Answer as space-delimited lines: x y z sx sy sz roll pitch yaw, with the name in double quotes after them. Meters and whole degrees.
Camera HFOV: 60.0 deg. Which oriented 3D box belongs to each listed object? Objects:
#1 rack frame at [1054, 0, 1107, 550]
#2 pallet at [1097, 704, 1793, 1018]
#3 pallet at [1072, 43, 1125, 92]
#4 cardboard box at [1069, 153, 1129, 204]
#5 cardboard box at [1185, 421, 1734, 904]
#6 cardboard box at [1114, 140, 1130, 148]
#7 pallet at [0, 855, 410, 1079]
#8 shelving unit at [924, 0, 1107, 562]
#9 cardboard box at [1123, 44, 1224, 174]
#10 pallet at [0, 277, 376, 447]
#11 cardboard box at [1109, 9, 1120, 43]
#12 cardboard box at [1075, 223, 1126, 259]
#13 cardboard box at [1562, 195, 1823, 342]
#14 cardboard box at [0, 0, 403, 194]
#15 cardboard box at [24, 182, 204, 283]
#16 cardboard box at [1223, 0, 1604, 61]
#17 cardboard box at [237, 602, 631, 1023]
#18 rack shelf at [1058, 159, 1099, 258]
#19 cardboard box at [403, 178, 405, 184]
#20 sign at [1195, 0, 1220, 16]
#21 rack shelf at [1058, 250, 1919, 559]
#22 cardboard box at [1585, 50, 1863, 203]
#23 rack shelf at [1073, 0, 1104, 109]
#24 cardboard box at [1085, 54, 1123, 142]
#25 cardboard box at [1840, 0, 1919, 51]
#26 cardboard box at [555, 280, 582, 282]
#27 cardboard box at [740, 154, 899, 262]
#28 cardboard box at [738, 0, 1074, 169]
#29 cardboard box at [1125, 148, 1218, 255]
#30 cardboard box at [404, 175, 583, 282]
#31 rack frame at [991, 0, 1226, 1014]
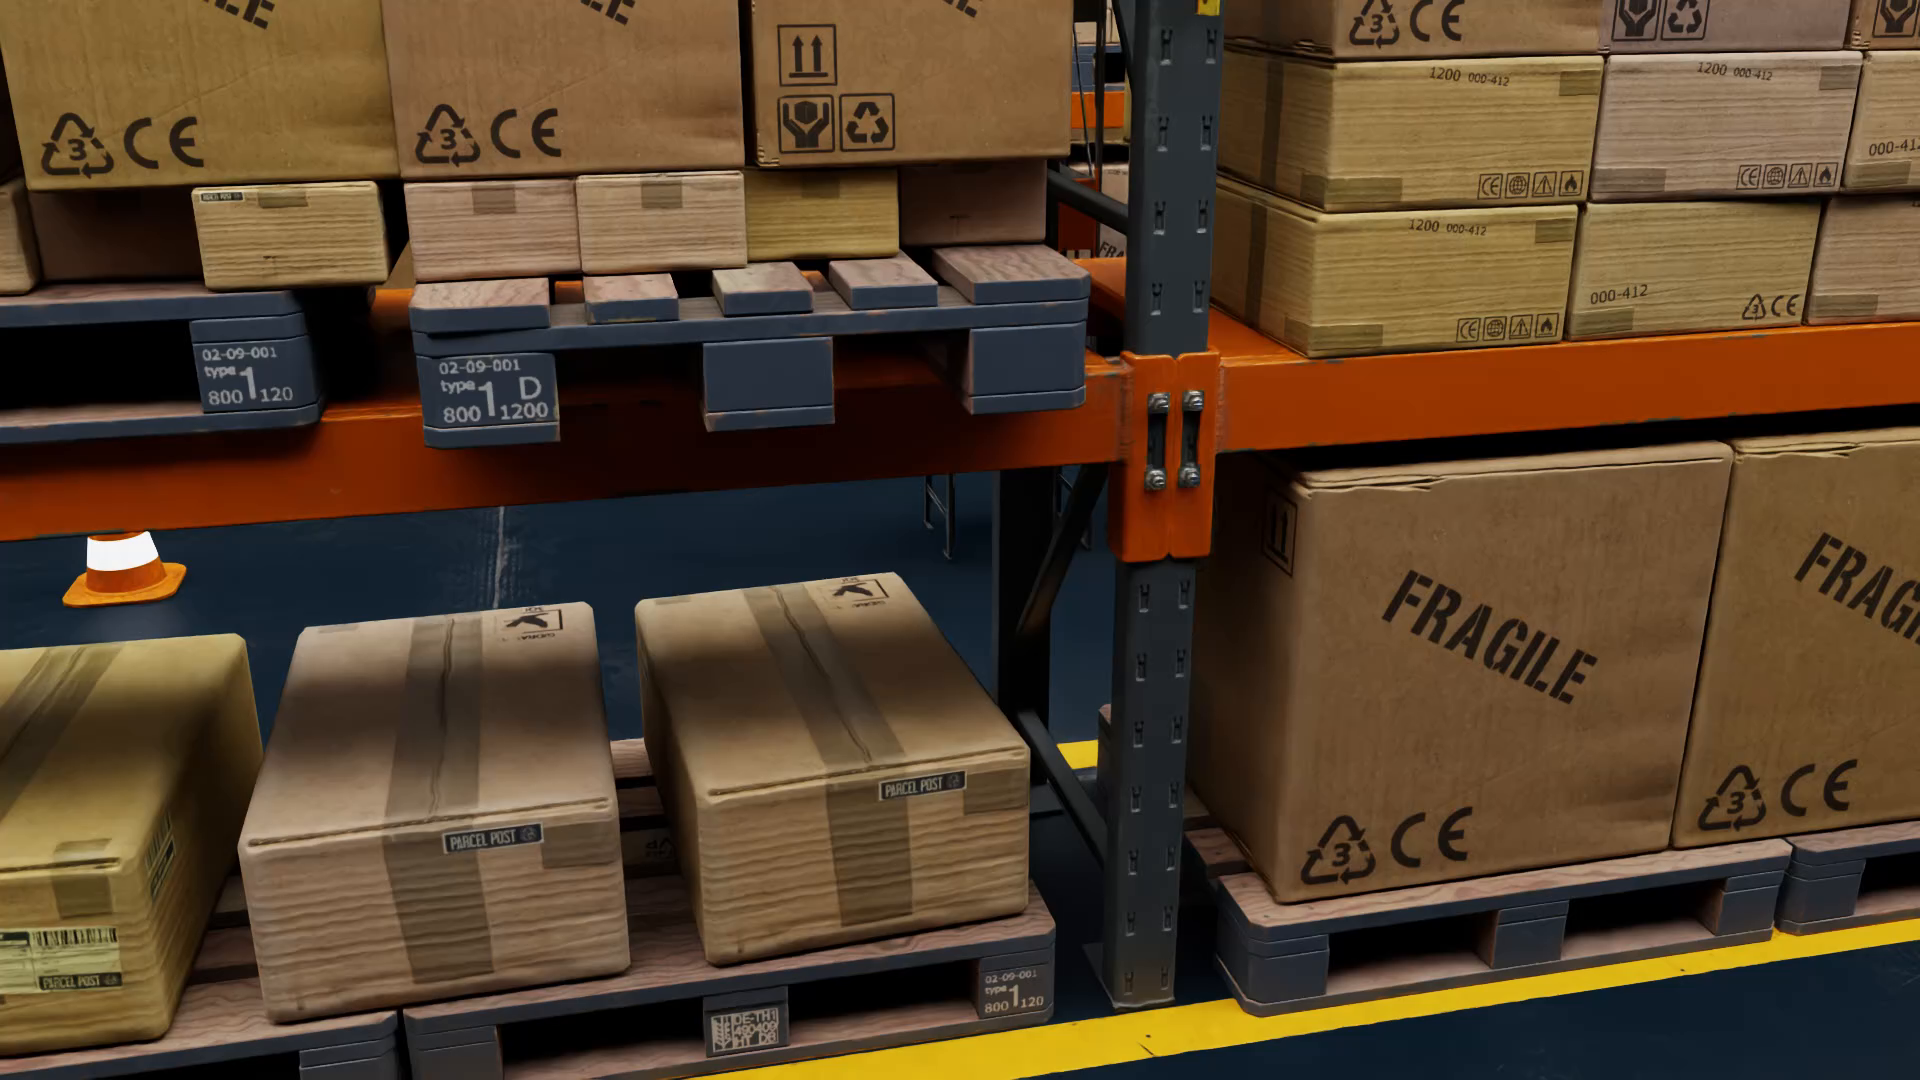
0.399 -1.018 5.542 0.015 2.100 0.400 -5 21 -12 "rack frame"
1.035 0.624 3.804 1.213 0.211 1.003 -5 21 -12 "pallet"
0.930 -2.377 8.223 1.213 0.211 1.003 -5 21 -12 "pallet"
0.718 -1.721 8.086 0.500 0.250 0.500 -4 21 -12 "cardboard box"
0.941 0.125 3.590 0.875 0.875 0.875 -5 21 -13 "cardboard box"
1.111 -1.937 8.676 0.500 0.250 0.500 -4 20 -10 "cardboard box"
-1.696 0.818 3.275 1.213 0.211 1.003 -5 21 -12 "pallet"
0.161 -0.999 5.489 0.503 2.100 0.431 -5 21 -12 "shelving unit"
0.663 -0.936 3.500 0.500 0.250 0.500 -5 21 -13 "cardboard box"
-1.667 -0.388 2.791 1.213 0.211 1.003 -5 21 -12 "pallet"
0.784 -2.450 7.896 0.250 0.149 0.380 -4 21 -12 "cardboard box"
0.747 -1.374 8.229 0.500 0.500 0.500 -5 21 -14 "cardboard box"
1.280 -0.579 3.252 0.500 0.250 0.500 -5 21 -14 "cardboard box"
-1.120 -0.818 2.499 0.500 0.500 0.500 -6 21 -16 "cardboard box"
-1.279 -0.521 2.630 0.250 0.149 0.380 -4 21 -12 "cardboard box"
0.786 -1.122 2.917 0.500 0.500 0.500 -5 21 -14 "cardboard box"
-1.018 0.491 3.323 0.625 0.372 0.950 -5 21 -14 "cardboard box"
0.161 -0.986 5.494 0.480 0.518 0.431 -5 21 -12 "rack shelf"
-0.941 -0.732 3.206 0.250 0.149 0.380 -5 21 -12 "cardboard box"
0.384 -0.974 2.544 0.005 0.325 0.100 -5 21 -12 "sign"
2.196 -0.469 3.779 4.000 0.370 1.077 -5 21 -12 "rack shelf"
1.303 -0.811 3.158 0.500 0.250 0.500 -4 21 -11 "cardboard box"
0.161 -1.644 5.253 0.480 0.518 0.431 -5 21 -12 "rack shelf"
1.244 -3.424 13.280 0.875 0.875 1.225 -5 21 -12 "cardboard box"
1.774 -1.200 3.131 0.500 0.500 0.500 -4 21 -11 "cardboard box"
-1.601 -1.420 7.990 0.750 0.750 1.050 -5 21 -13 "cardboard box"
-0.259 -0.577 2.784 0.250 0.149 0.380 -4 21 -12 "cardboard box"
-0.128 -0.903 2.730 0.500 0.500 0.500 -5 21 -14 "cardboard box"
0.683 -0.705 3.596 0.500 0.250 0.500 -5 21 -14 "cardboard box"
-0.741 -0.525 2.642 0.250 0.149 0.380 -6 21 -15 "cardboard box"
0.250 -0.648 3.223 0.127 3.000 1.000 -5 21 -12 "rack frame"
